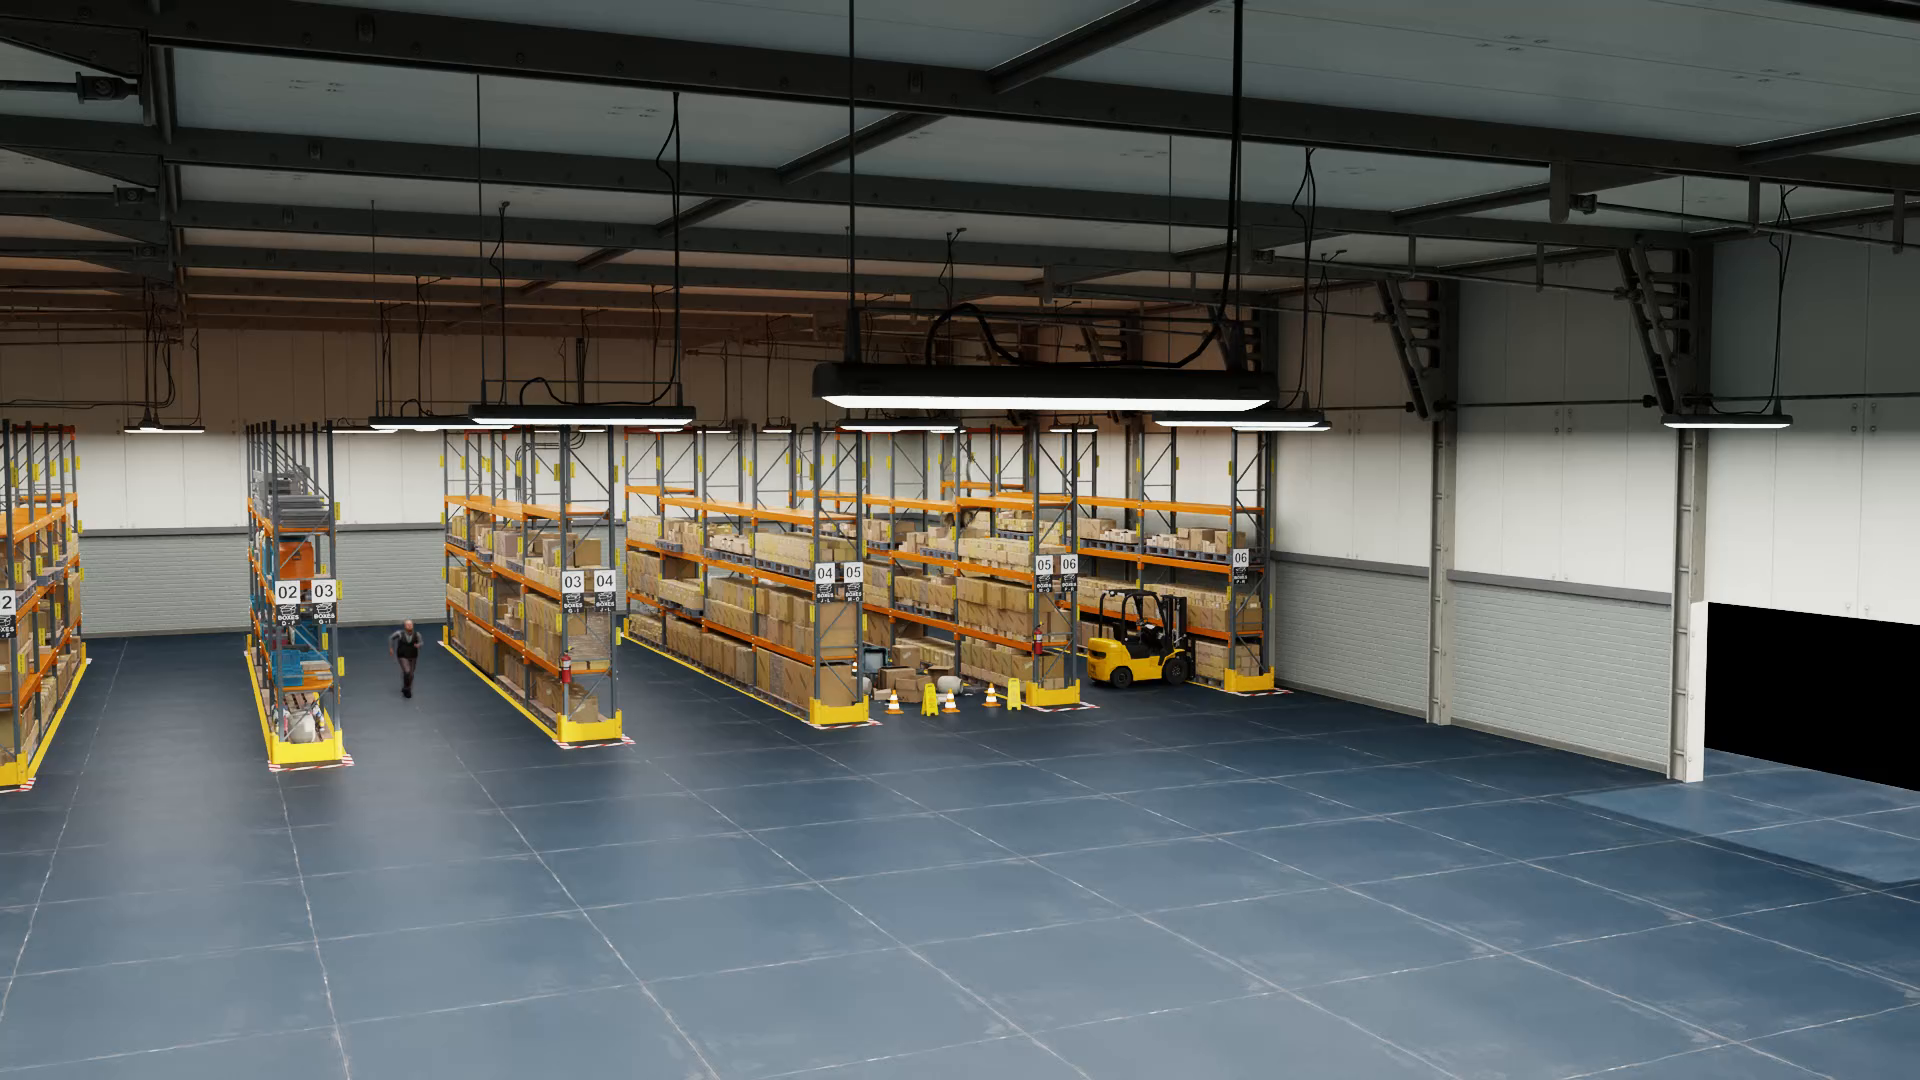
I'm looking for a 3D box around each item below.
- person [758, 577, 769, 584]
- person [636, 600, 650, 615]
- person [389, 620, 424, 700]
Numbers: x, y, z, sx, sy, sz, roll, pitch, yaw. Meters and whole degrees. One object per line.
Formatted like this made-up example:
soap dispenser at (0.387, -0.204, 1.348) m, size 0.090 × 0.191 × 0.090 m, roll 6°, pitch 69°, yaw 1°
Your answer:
person at (-5.965, 1.717, 50.399) m, size 0.747 × 1.721 × 0.688 m, roll -2°, pitch 4°, yaw -31°
person at (-9.451, 1.802, 49.651) m, size 0.587 × 1.679 × 0.842 m, roll 2°, pitch 4°, yaw 25°
person at (-12.047, 2.604, 36.250) m, size 0.681 × 1.724 × 0.821 m, roll -2°, pitch 4°, yaw -32°
